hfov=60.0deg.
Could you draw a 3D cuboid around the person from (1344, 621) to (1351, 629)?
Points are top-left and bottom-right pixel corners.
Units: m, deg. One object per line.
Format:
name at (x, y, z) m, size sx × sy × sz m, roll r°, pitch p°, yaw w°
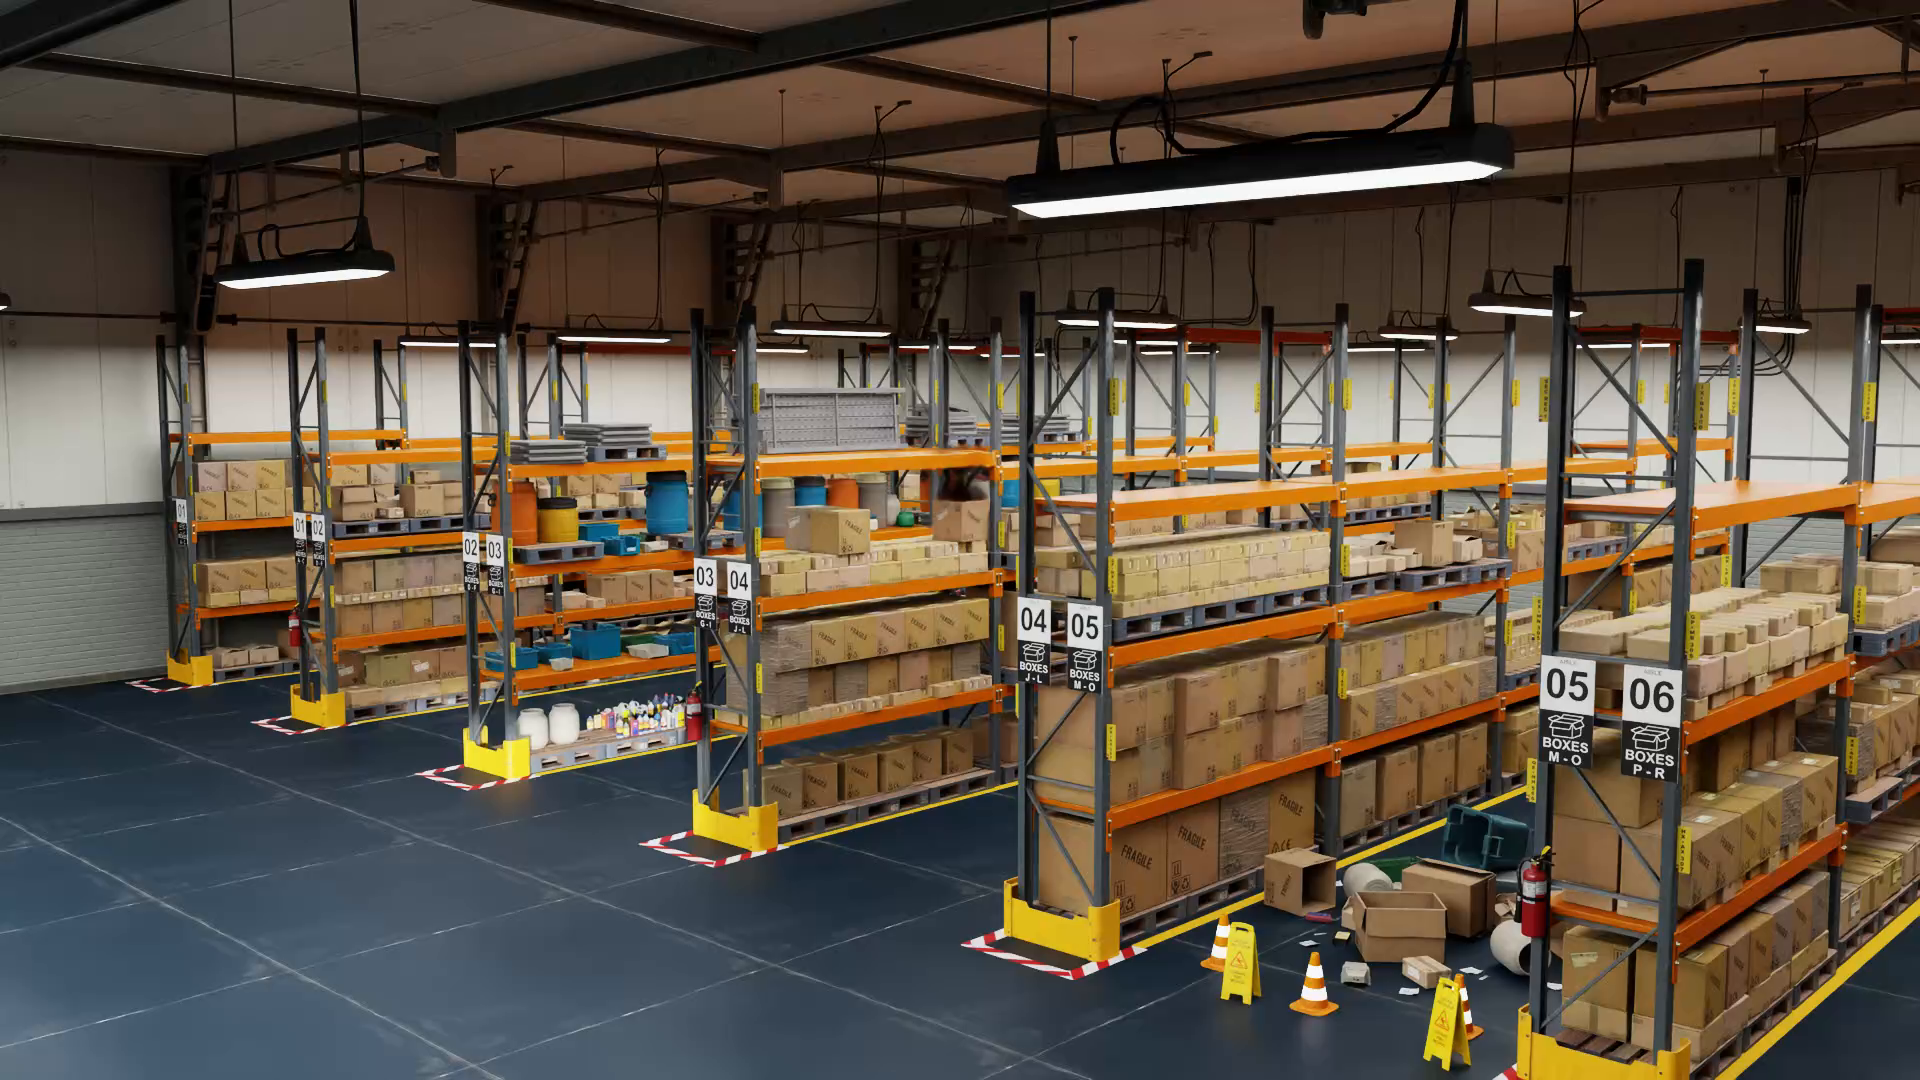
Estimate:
person at (5.661, 2.029, 24.608) m, size 0.521 × 1.707 × 0.397 m, roll -3°, pitch 6°, yaw -27°
